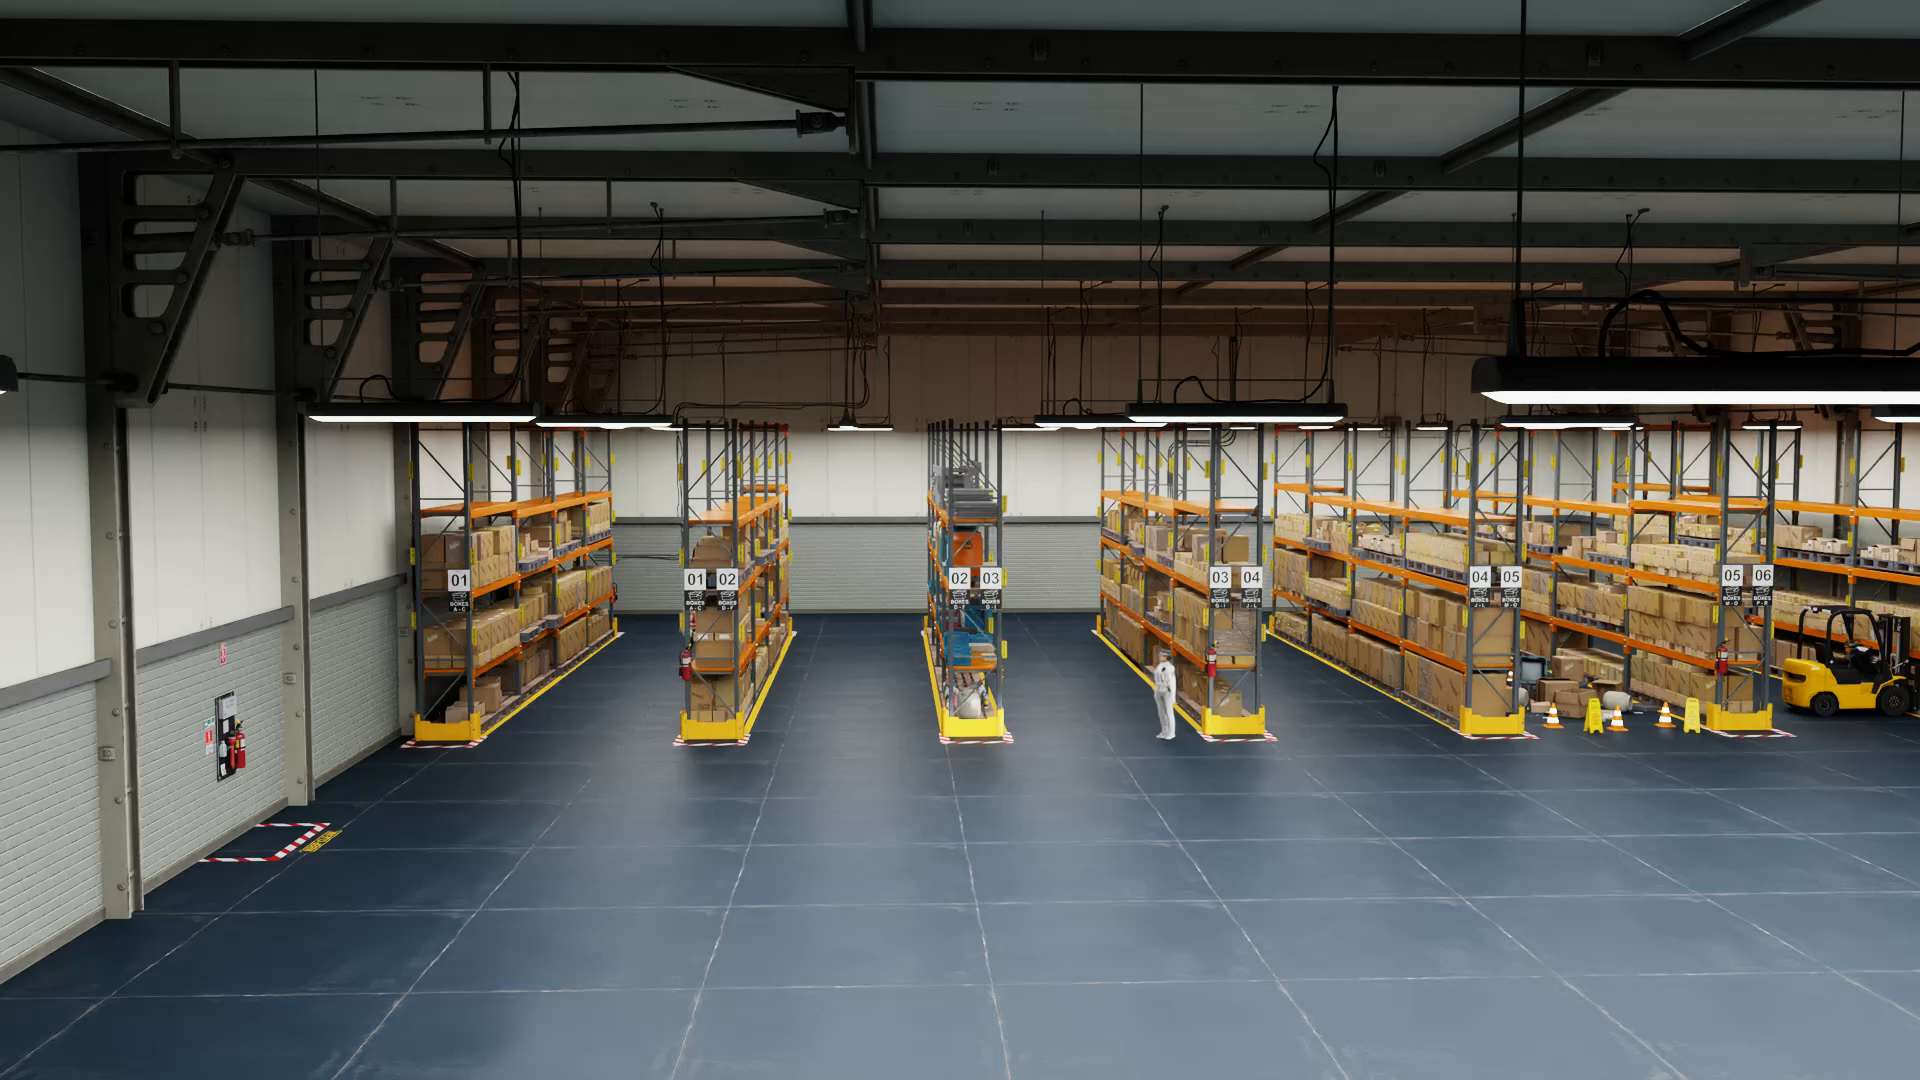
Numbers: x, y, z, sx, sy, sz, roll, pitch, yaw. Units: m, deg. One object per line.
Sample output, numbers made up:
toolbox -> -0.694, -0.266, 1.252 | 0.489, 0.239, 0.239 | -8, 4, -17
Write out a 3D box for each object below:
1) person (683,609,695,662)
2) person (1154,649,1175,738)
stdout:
person -> -6.577, 2.209, 41.034 | 0.465, 1.791, 0.615 | 2, 4, 30
person -> 3.850, 2.895, 31.205 | 0.371, 1.716, 0.574 | -2, 4, -33
